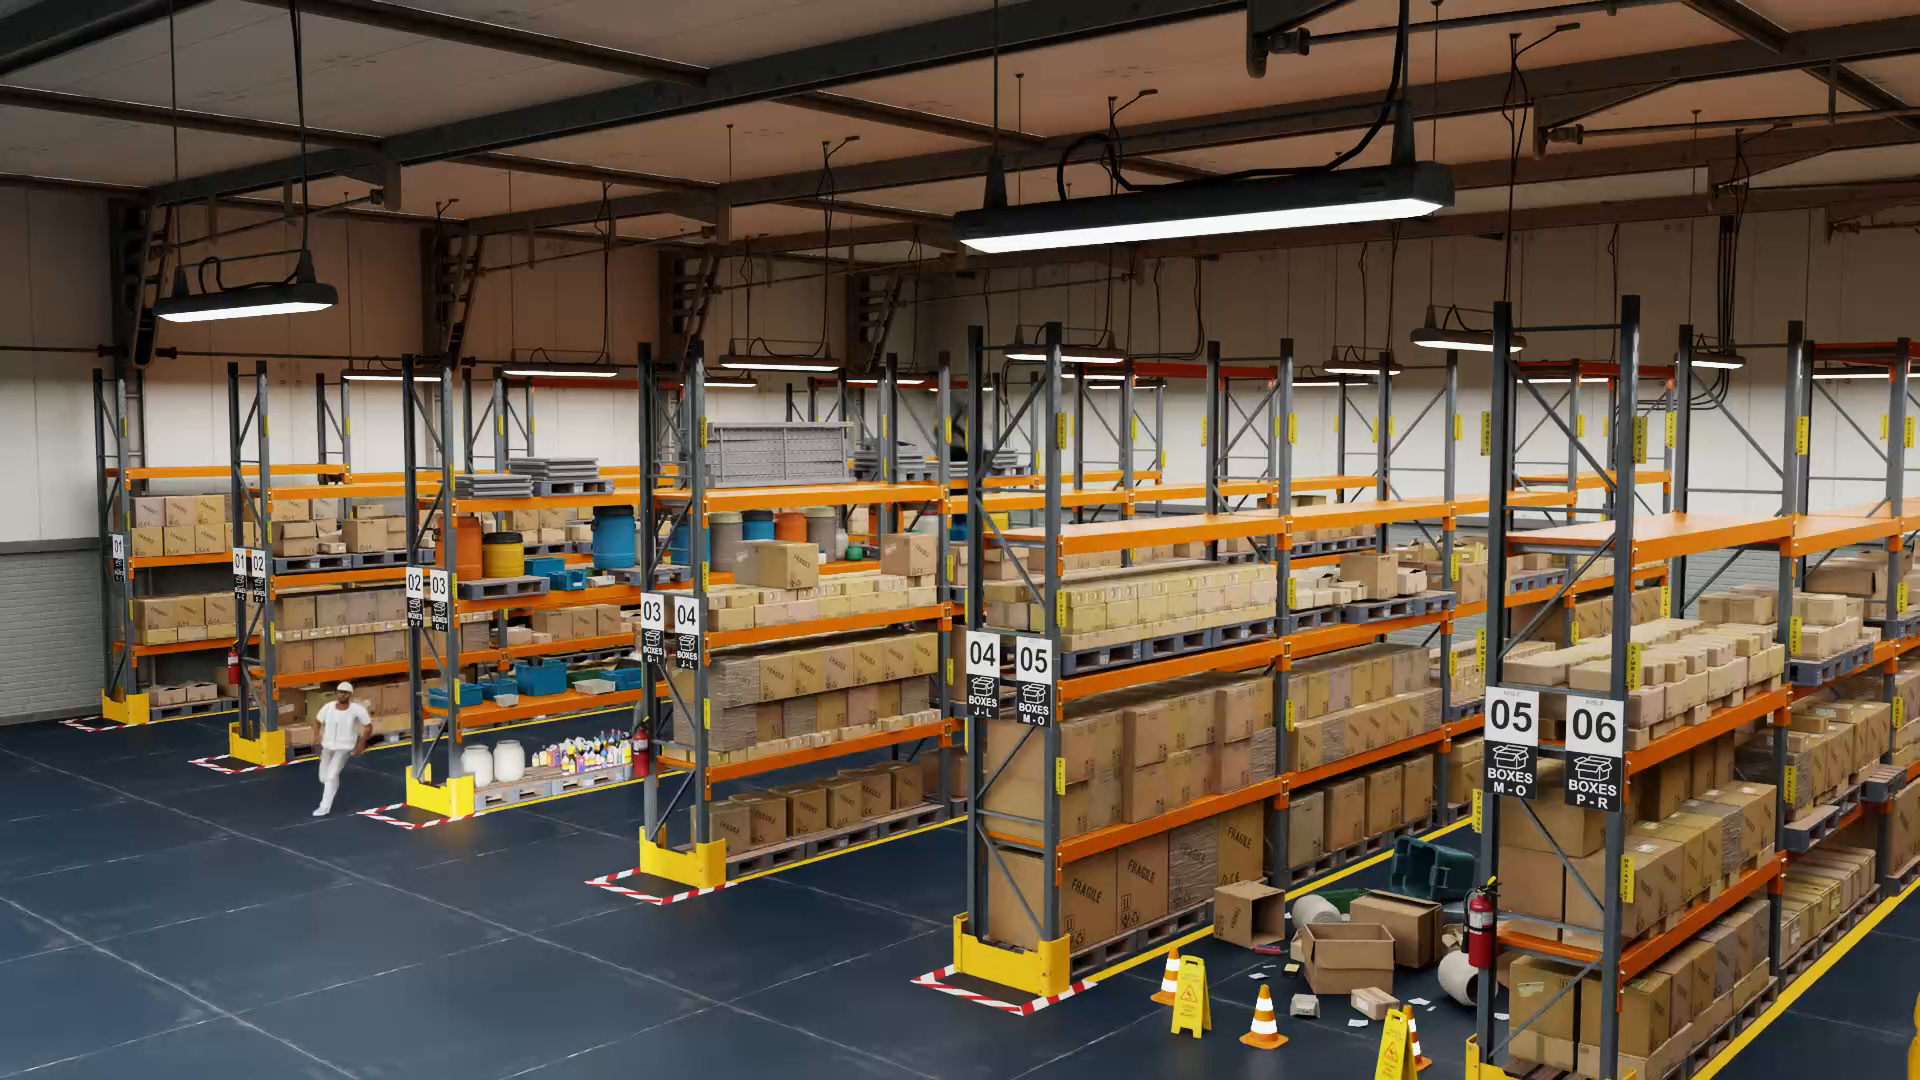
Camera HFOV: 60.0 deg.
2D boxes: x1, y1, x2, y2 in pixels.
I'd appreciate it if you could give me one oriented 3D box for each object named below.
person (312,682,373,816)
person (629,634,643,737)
[{"bbox_3d":[-8.113,2.712,21.781,0.756,1.708,0.749,0,4,0],"label":"person"},{"bbox_3d":[-5.109,2.337,26.644,0.613,1.687,0.923,2,5,29],"label":"person"}]
